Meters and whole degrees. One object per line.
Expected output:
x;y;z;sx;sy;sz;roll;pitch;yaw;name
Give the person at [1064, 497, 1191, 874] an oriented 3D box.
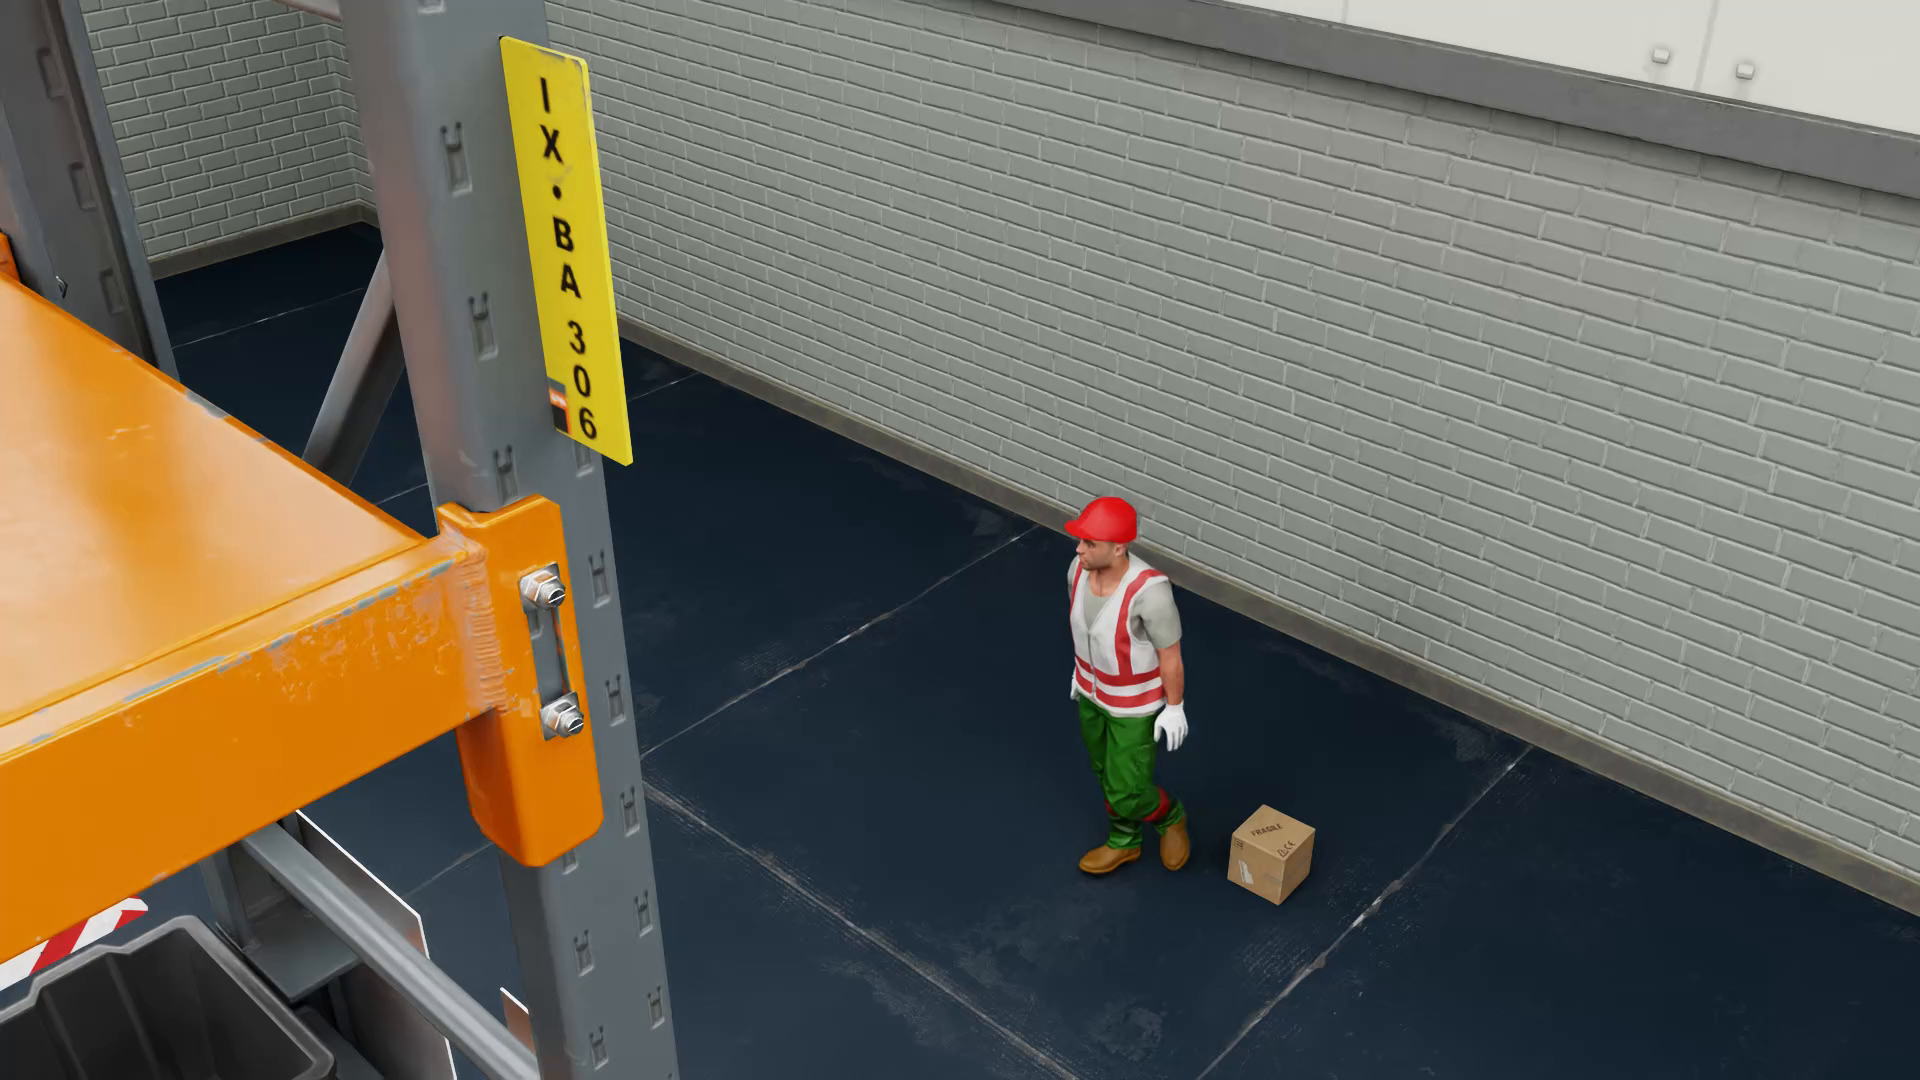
0.668;0.602;6.601;0.548;1.782;0.588;-22;37;-31;person
